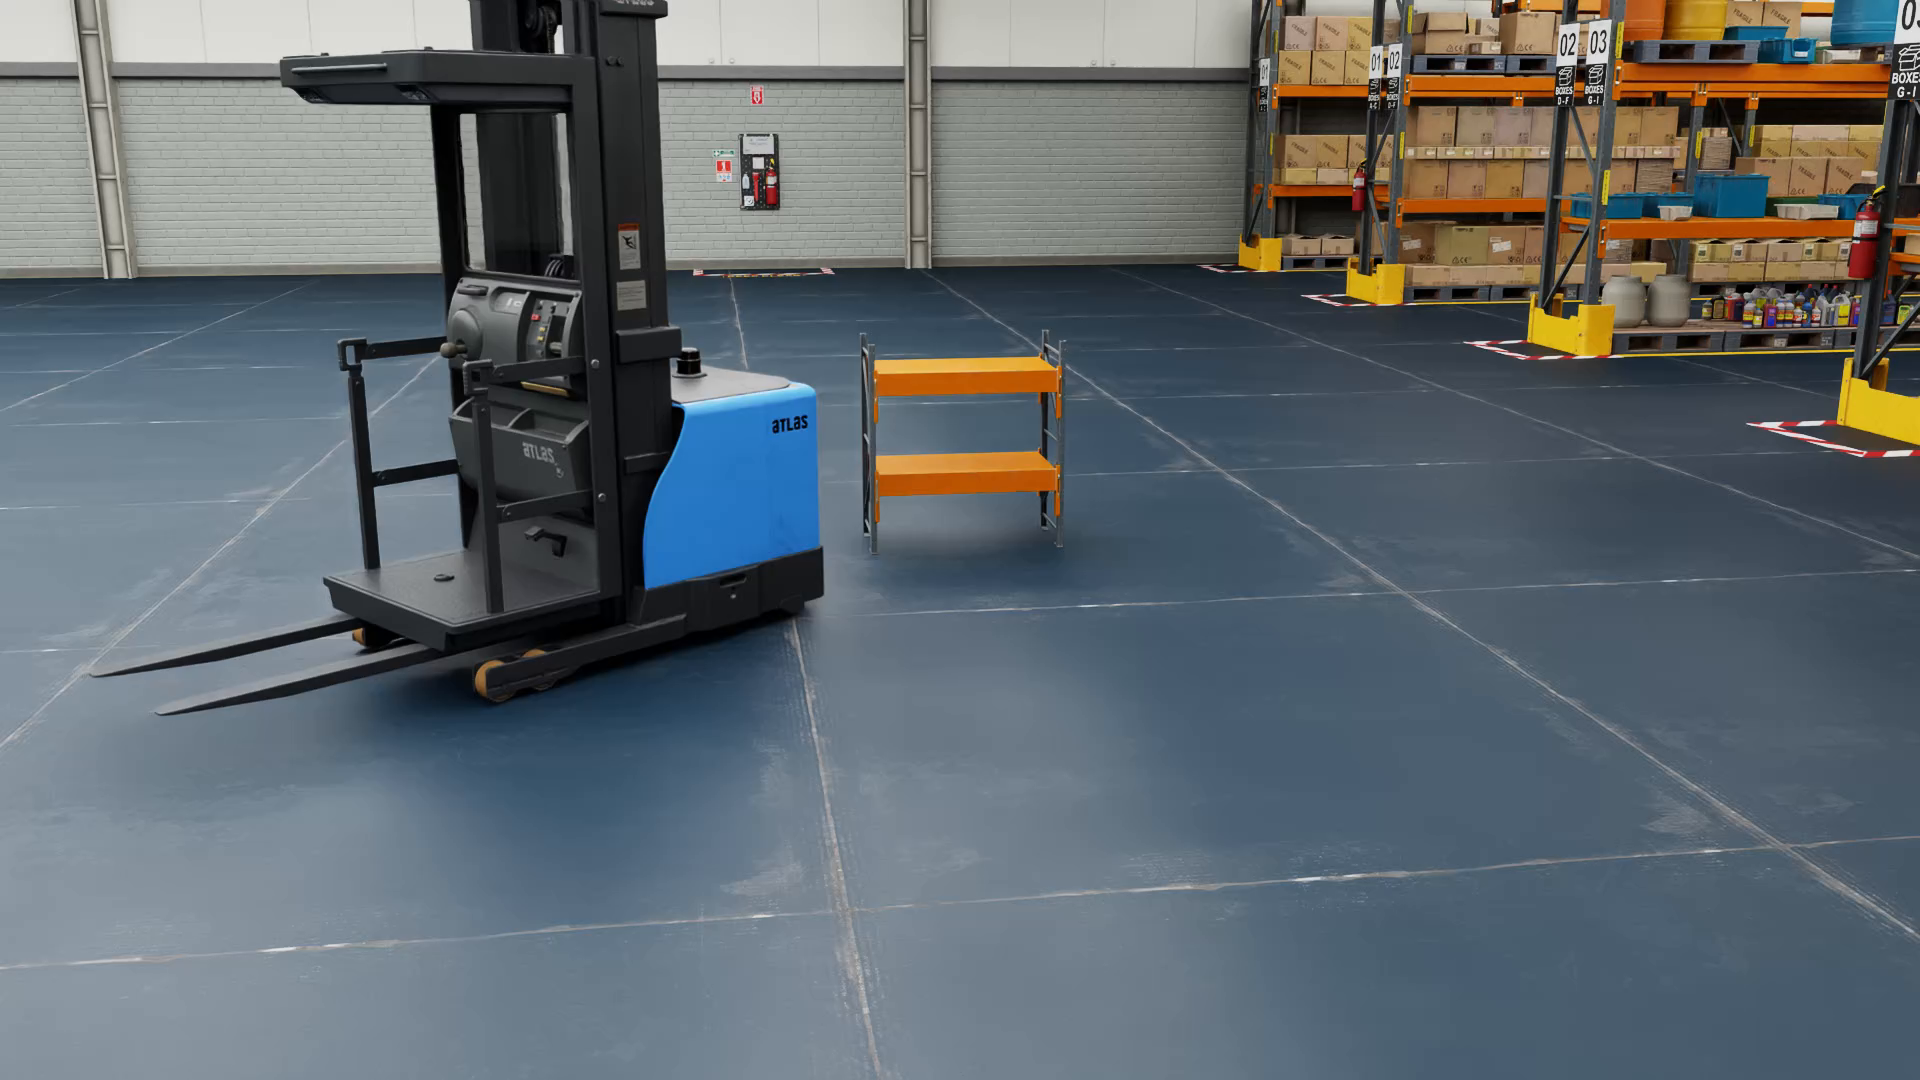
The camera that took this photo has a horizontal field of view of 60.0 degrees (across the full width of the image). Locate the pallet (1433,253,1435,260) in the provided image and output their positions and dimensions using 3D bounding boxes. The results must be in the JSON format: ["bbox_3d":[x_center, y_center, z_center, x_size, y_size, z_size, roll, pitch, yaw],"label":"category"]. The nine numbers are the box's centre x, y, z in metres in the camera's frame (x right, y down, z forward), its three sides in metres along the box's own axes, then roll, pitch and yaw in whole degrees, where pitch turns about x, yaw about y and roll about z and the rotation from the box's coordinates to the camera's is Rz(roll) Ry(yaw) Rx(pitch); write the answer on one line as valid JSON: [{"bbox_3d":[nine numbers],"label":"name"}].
[{"bbox_3d":[7.998,-4.556,26.954,1.213,0.211,1.003,-2,14,-8],"label":"pallet"}]

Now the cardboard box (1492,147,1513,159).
[{"bbox_3d":[6.883,-4.968,21.327,0.250,0.149,0.380,-3,14,-10],"label":"cardboard box"}]

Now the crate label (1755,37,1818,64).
[{"bbox_3d":[8.077,-4.784,16.272,0.408,0.251,0.502,-2,14,-8],"label":"crate label"}]

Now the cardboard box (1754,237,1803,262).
[{"bbox_3d":[10.851,-3.883,22.174,0.500,0.311,0.500,-3,14,-10],"label":"cardboard box"}]

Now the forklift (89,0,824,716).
[{"bbox_3d":[-2.021,-0.914,6.841,1.130,2.935,3.031,13,19,42],"label":"forklift"}]

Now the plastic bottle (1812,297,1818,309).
[{"bbox_3d":[8.852,-2.363,17.159,0.133,0.283,0.061,-2,14,-8],"label":"plastic bottle"}]

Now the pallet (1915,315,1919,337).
[{"bbox_3d":[10.903,-2.243,17.734,1.213,0.211,1.003,-2,14,-8],"label":"pallet"}]

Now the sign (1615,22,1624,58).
[{"bbox_3d":[6.255,-4.740,15.771,0.005,0.325,0.100,-2,14,-8],"label":"sign"}]

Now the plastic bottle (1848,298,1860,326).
[{"bbox_3d":[9.194,-2.339,17.060,0.133,0.283,0.061,-1,14,-5],"label":"plastic bottle"}]

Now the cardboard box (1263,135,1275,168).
[{"bbox_3d":[5.136,-6.165,26.364,0.500,0.500,0.500,-2,14,-9],"label":"cardboard box"}]

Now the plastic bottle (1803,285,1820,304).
[{"bbox_3d":[9.086,-2.550,17.766,0.185,0.351,0.144,-3,14,-11],"label":"plastic bottle"}]

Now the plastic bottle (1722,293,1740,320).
[{"bbox_3d":[8.181,-2.480,17.639,0.135,0.276,0.152,-2,14,-8],"label":"plastic bottle"}]

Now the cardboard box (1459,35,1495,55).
[{"bbox_3d":[6.542,-6.364,21.422,0.500,0.250,0.500,-2,14,-8],"label":"cardboard box"}]

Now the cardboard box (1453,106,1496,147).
[{"bbox_3d":[6.478,-5.319,21.391,0.500,0.500,0.700,-2,14,-10],"label":"cardboard box"}]

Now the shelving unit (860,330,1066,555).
[{"bbox_3d":[0.007,-0.546,9.086,1.048,1.125,0.538,-2,14,-8],"label":"shelving unit"}]

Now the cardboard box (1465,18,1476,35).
[{"bbox_3d":[7.658,-7.833,25.823,0.500,0.500,0.500,-1,14,-5],"label":"cardboard box"}]

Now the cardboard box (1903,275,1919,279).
[{"bbox_3d":[12.870,-3.687,22.547,0.500,0.250,0.500,-2,14,-7],"label":"cardboard box"}]

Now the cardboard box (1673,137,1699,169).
[{"bbox_3d":[11.600,-6.302,27.074,0.500,0.500,0.700,-3,14,-14],"label":"cardboard box"}]

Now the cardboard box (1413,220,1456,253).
[{"bbox_3d":[7.636,-4.895,26.808,0.500,0.500,0.500,-3,14,-13],"label":"cardboard box"}]

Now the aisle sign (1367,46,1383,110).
[{"bbox_3d":[5.334,-5.934,21.373,0.004,0.787,0.394,-2,14,-8],"label":"aisle sign"}]

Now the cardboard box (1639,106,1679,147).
[{"bbox_3d":[8.960,-5.410,21.755,0.500,0.500,0.700,-2,14,-8],"label":"cardboard box"}]

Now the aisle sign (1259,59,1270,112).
[{"bbox_3d":[4.675,-6.982,25.553,0.004,0.787,0.394,-2,14,-8],"label":"aisle sign"}]

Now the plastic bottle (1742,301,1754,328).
[{"bbox_3d":[8.016,-2.294,16.907,0.097,0.271,0.097,0,14,0],"label":"plastic bottle"}]

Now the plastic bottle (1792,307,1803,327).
[{"bbox_3d":[8.552,-2.280,16.994,0.097,0.201,0.097,0,14,0],"label":"plastic bottle"}]

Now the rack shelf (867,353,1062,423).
[{"bbox_3d":[0.007,-0.830,9.015,1.000,0.278,0.538,-2,14,-8],"label":"rack shelf"}]

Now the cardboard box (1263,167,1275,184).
[{"bbox_3d":[5.134,-5.797,26.437,0.500,0.250,0.500,-2,14,-7],"label":"cardboard box"}]

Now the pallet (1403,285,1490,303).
[{"bbox_3d":[6.193,-3.290,21.907,1.213,0.211,1.003,-2,14,-8],"label":"pallet"}]

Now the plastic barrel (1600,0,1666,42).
[{"bbox_3d":[6.639,-5.328,16.390,0.708,0.830,0.600,-2,14,-8],"label":"plastic barrel"}]

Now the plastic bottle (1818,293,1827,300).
[{"bbox_3d":[9.147,-2.485,17.667,0.097,0.271,0.097,0,14,0],"label":"plastic bottle"}]

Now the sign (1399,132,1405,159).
[{"bbox_3d":[5.520,-4.929,20.769,0.005,0.325,0.100,-2,14,-8],"label":"sign"}]

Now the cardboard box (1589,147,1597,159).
[{"bbox_3d":[8.155,-5.015,21.514,0.250,0.149,0.380,-2,14,-9],"label":"cardboard box"}]

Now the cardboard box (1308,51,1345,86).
[{"bbox_3d":[5.605,-7.272,25.640,0.500,0.500,0.500,-1,14,-5],"label":"cardboard box"}]

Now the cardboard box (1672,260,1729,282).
[{"bbox_3d":[9.834,-3.575,22.099,0.500,0.250,0.500,-2,14,-10],"label":"cardboard box"}]

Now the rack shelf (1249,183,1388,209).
[{"bbox_3d":[6.679,-5.520,26.544,4.000,0.370,1.077,-2,14,-8],"label":"rack shelf"}]

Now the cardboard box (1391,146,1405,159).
[{"bbox_3d":[5.792,-5.028,21.564,0.250,0.149,0.380,-2,14,-9],"label":"cardboard box"}]

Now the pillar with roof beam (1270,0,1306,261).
[{"bbox_3d":[5.906,-7.904,22.240,0.400,9.000,9.100,-2,14,-8],"label":"pillar with roof beam"}]

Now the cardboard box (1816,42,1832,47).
[{"bbox_3d":[11.298,-6.390,21.815,0.500,0.250,0.500,-3,14,-13],"label":"cardboard box"}]

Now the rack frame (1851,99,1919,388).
[{"bbox_3d":[6.915,-2.222,11.915,0.127,3.000,1.000,-2,14,-8],"label":"rack frame"}]

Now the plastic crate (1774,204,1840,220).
[{"bbox_3d":[8.564,-3.311,16.798,0.437,0.136,0.530,-2,14,-8],"label":"plastic crate"}]

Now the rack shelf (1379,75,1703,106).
[{"bbox_3d":[7.420,-5.783,21.429,4.000,0.370,1.077,-2,14,-8],"label":"rack shelf"}]

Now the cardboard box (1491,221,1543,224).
[{"bbox_3d":[7.410,-3.987,22.202,0.500,0.500,0.500,-2,14,-8],"label":"cardboard box"}]

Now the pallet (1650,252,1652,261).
[{"bbox_3d":[10.635,-4.662,27.378,1.213,0.211,1.003,-2,14,-8],"label":"pallet"}]

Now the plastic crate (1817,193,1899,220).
[{"bbox_3d":[9.078,-3.381,16.841,0.616,0.251,0.499,-2,14,-8],"label":"plastic crate"}]

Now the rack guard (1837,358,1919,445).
[{"bbox_3d":[6.990,-1.012,12.230,0.348,0.500,1.175,-2,14,-8],"label":"rack guard"}]

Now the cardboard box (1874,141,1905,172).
[{"bbox_3d":[15.147,-6.319,27.395,0.500,0.500,0.500,-2,14,-8],"label":"cardboard box"}]

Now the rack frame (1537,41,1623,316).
[{"bbox_3d":[6.177,-3.413,16.666,0.127,3.000,1.000,-2,14,-8],"label":"rack frame"}]

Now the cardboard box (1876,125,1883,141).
[{"bbox_3d":[15.132,-6.684,27.309,0.500,0.250,0.500,-2,14,-7],"label":"cardboard box"}]

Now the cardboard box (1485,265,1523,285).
[{"bbox_3d":[6.995,-3.478,21.712,0.500,0.250,0.500,-2,14,-8],"label":"cardboard box"}]

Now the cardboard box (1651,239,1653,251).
[{"bbox_3d":[11.381,-5.058,27.457,0.500,0.500,0.700,-2,14,-8],"label":"cardboard box"}]

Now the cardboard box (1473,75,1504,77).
[{"bbox_3d":[8.191,-7.377,26.056,0.500,0.500,0.500,-2,14,-7],"label":"cardboard box"}]

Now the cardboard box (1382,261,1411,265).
[{"bbox_3d":[5.929,-3.565,22.061,0.500,0.250,0.500,-2,14,-8],"label":"cardboard box"}]

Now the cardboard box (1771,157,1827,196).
[{"bbox_3d":[11.176,-4.859,22.227,0.500,0.500,0.500,-2,14,-8],"label":"cardboard box"}]

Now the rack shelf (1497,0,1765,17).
[{"bbox_3d":[10.634,-8.381,26.441,4.000,0.370,1.077,-2,14,-8],"label":"rack shelf"}]

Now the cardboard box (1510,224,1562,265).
[{"bbox_3d":[7.490,-3.858,21.688,0.500,0.500,0.500,-2,14,-8],"label":"cardboard box"}]

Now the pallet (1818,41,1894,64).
[{"bbox_3d":[9.433,-4.872,16.704,1.003,0.211,1.213,-2,14,-8],"label":"pallet"}]

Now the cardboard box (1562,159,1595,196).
[{"bbox_3d":[7.943,-4.743,21.762,0.500,0.500,0.700,-2,14,-7],"label":"cardboard box"}]
